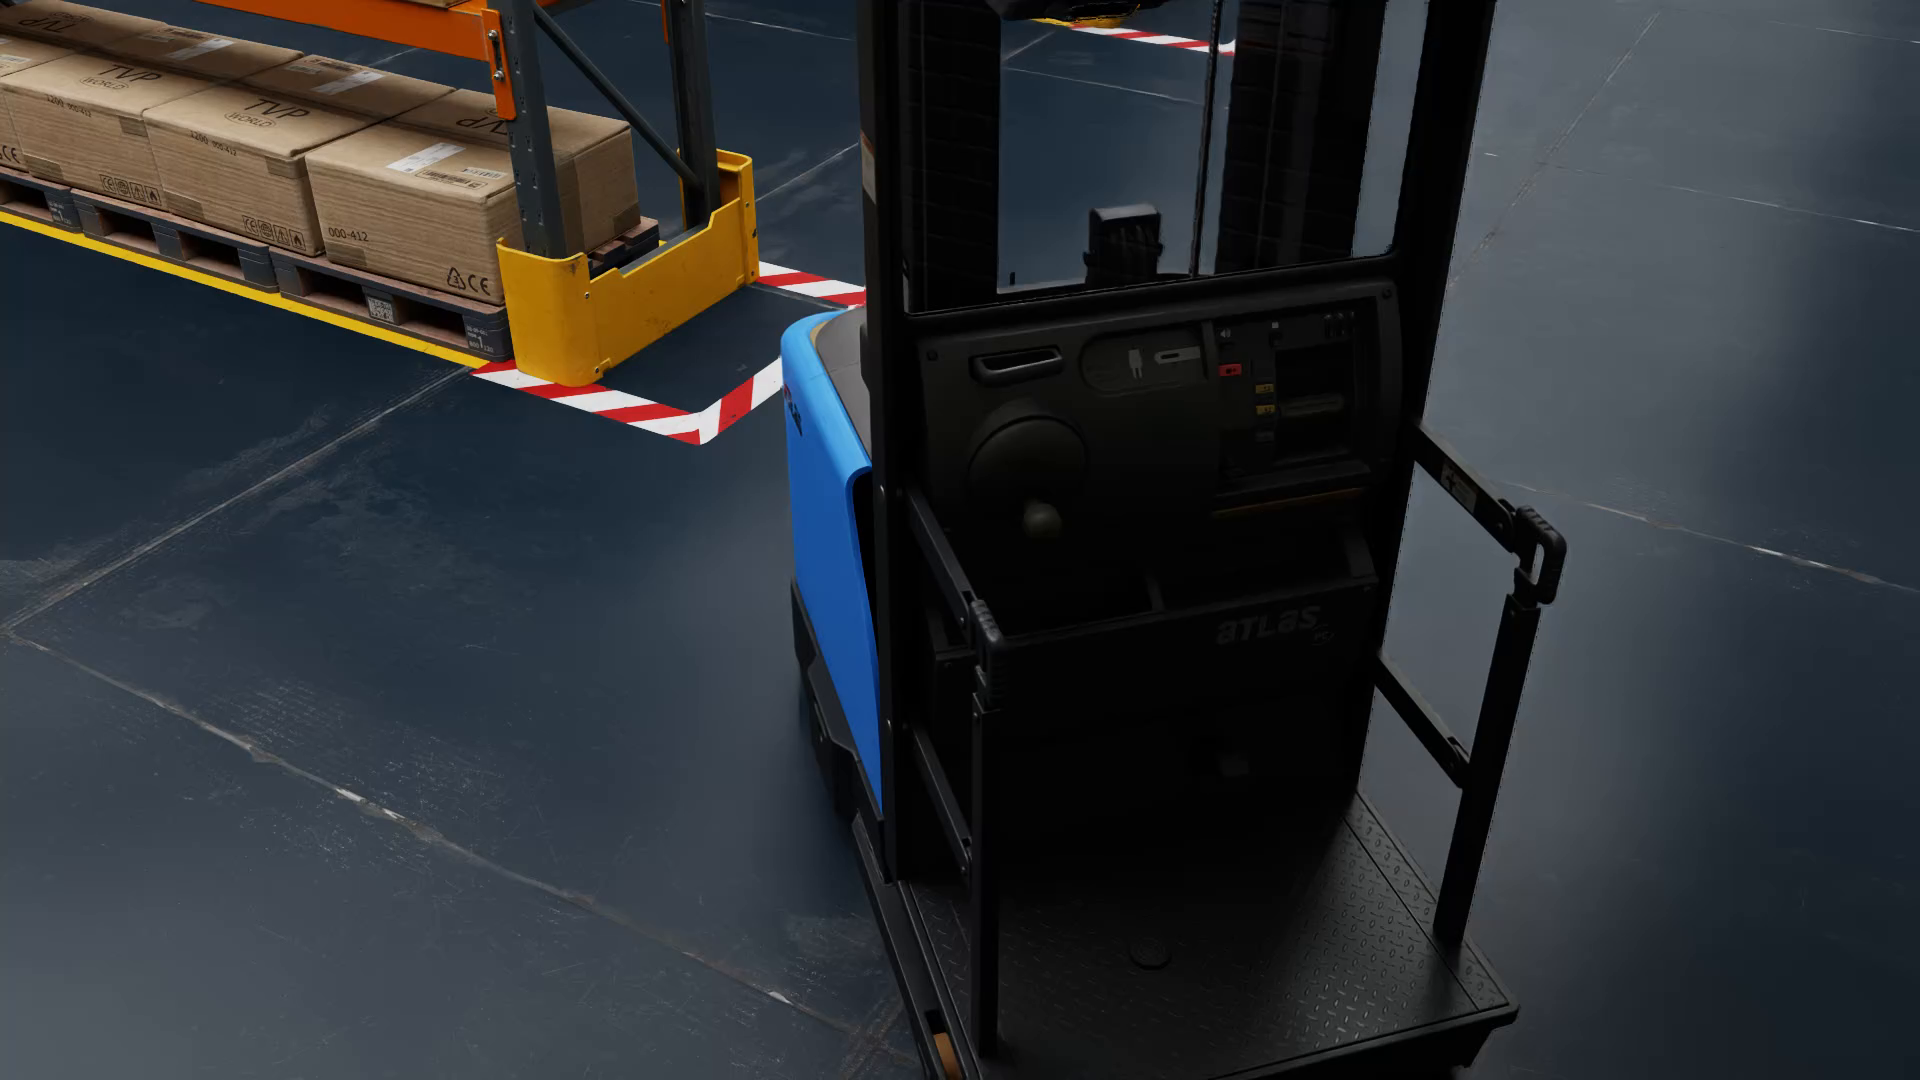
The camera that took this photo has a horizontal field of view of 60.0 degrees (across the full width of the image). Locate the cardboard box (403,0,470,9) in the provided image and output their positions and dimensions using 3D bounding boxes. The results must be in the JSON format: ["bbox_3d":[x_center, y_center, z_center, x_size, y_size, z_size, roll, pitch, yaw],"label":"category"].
[{"bbox_3d":[-1.815,-2.175,5.720,0.500,0.500,0.500,18,38,25],"label":"cardboard box"}]

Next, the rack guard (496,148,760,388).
[{"bbox_3d":[-1.244,-1.081,6.422,0.348,0.500,1.175,18,37,24],"label":"rack guard"}]

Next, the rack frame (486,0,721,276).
[{"bbox_3d":[-1.265,-2.128,5.739,0.127,3.000,1.000,18,37,24],"label":"rack frame"}]

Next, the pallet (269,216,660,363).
[{"bbox_3d":[-1.998,-1.150,6.786,1.213,0.211,1.003,18,37,24],"label":"pallet"}]

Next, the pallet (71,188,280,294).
[{"bbox_3d":[-3.053,-1.486,7.291,1.213,0.211,1.003,18,37,24],"label":"pallet"}]

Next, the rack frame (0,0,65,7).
[{"bbox_3d":[-4.738,-3.228,7.391,0.127,3.000,1.000,18,37,24],"label":"rack frame"}]

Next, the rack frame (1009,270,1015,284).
[{"bbox_3d":[0.095,-0.344,4.955,0.006,0.900,0.240,18,37,24],"label":"rack frame"}]

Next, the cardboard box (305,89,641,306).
[{"bbox_3d":[-1.887,-1.370,6.534,0.875,0.438,0.875,16,37,23],"label":"cardboard box"}]

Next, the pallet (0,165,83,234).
[{"bbox_3d":[-4.116,-1.821,7.794,1.213,0.211,1.003,18,37,24],"label":"pallet"}]

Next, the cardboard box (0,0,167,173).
[{"bbox_3d":[-4.246,-2.112,7.648,0.875,0.438,0.875,17,37,24],"label":"cardboard box"}]

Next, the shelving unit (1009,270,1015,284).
[{"bbox_3d":[0.007,-0.372,4.997,0.210,0.900,0.258,18,37,24],"label":"shelving unit"}]

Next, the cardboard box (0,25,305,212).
[{"bbox_3d":[-3.468,-1.866,7.279,0.875,0.438,0.875,16,37,23],"label":"cardboard box"}]

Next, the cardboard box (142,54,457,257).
[{"bbox_3d":[-2.686,-1.617,6.905,0.875,0.438,0.875,19,38,26],"label":"cardboard box"}]

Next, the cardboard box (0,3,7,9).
[{"bbox_3d":[-5.316,-2.651,8.062,0.875,0.875,0.875,19,38,26],"label":"cardboard box"}]

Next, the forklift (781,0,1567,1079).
[{"bbox_3d":[0.443,-0.178,2.873,1.130,2.935,3.031,-9,35,-14],"label":"forklift"}]

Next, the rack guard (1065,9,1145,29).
[{"bbox_3d":[1.038,-3.518,10.083,0.348,0.500,1.175,18,37,24],"label":"rack guard"}]

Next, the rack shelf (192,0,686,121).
[{"bbox_3d":[-3.001,-2.379,6.765,4.000,0.370,1.077,18,37,24],"label":"rack shelf"}]
